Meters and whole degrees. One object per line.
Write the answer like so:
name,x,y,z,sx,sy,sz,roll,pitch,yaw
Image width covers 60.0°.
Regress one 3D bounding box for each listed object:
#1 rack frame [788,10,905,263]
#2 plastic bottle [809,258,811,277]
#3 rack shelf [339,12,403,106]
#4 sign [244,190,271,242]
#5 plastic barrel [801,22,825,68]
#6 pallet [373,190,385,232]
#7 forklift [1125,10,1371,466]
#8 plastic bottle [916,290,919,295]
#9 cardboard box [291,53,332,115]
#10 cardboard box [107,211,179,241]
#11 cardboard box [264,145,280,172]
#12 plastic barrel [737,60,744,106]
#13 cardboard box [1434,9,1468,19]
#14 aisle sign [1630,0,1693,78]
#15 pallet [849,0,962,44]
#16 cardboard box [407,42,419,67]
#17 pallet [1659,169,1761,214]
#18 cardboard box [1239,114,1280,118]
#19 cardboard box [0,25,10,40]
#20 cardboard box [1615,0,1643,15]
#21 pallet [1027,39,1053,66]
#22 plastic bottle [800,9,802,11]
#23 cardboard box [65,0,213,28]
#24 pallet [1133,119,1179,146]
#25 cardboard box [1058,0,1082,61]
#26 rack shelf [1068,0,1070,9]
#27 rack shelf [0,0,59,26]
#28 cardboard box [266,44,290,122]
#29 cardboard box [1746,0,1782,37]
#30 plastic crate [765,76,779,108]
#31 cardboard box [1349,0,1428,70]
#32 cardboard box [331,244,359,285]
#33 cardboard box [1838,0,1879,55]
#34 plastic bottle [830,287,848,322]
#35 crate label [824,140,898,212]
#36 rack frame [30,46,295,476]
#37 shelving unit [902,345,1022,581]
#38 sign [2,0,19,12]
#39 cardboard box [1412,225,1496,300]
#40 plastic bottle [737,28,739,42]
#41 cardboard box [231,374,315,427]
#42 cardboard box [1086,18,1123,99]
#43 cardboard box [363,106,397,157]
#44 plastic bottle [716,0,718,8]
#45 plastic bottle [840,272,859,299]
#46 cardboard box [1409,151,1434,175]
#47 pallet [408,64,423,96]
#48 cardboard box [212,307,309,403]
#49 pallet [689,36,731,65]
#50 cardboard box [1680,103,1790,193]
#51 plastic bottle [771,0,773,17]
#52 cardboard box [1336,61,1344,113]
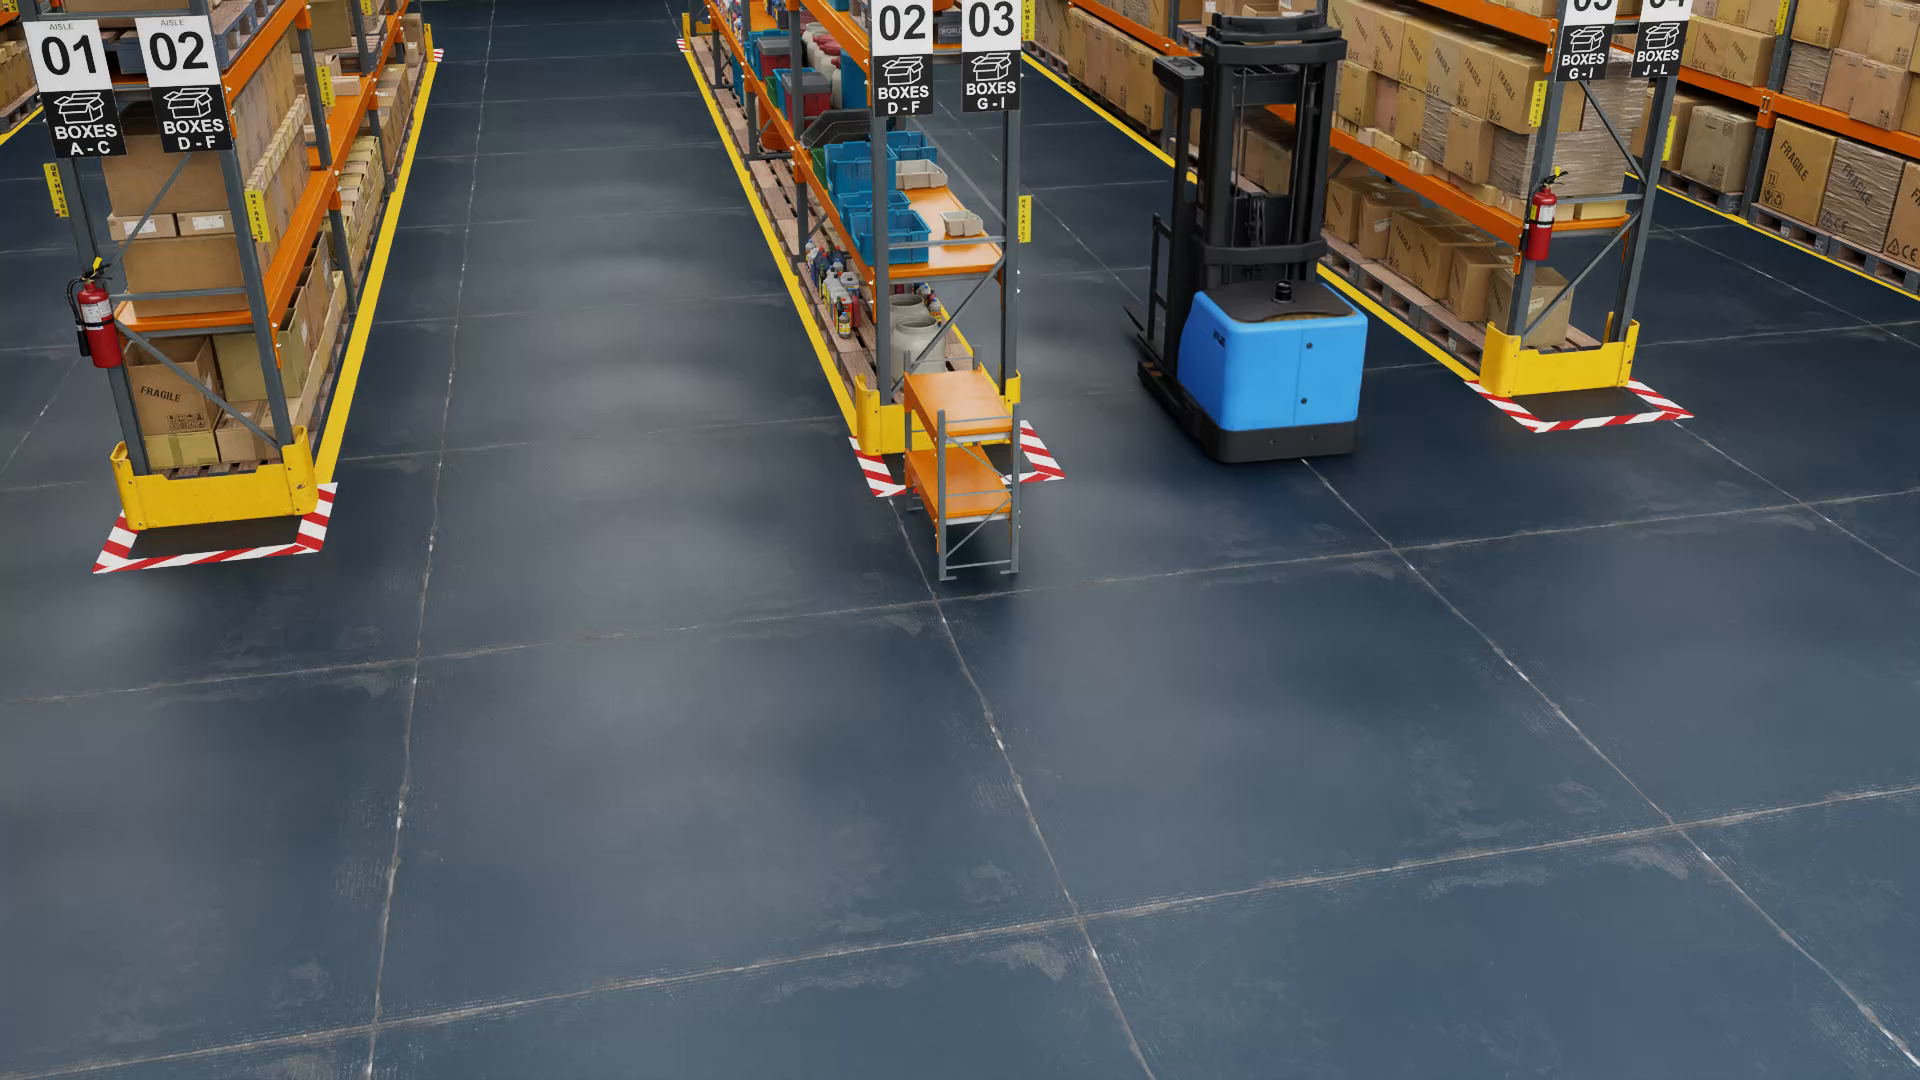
rack frame,-0.998,-3.800,14.949,1.000,3.000,0.127,-6,27,-12
plastic bottle,-1.308,-2.473,14.938,0.097,0.201,0.097,0,27,0
rack shelf,-7.177,-5.611,19.336,1.077,0.370,4.000,-6,27,-12
sign,-4.381,-2.018,10.370,0.100,0.325,0.005,-6,27,-12
plastic barrel,-1.460,-5.176,17.551,0.421,0.512,0.421,0,27,0
pallet,-6.579,-3.444,17.339,1.003,0.211,1.213,-6,27,-12
forklift,2.045,-2.467,12.386,1.130,2.935,3.031,-5,27,-10
plastic bottle,-0.324,-2.056,14.112,0.097,0.201,0.097,0,27,0
cardboard box,-6.332,-4.364,15.956,0.500,0.500,0.500,-7,28,-14
cardboard box,-5.195,-2.025,10.602,0.380,0.149,0.250,-6,27,-12
cardboard box,-5.148,-2.745,12.030,0.380,0.149,0.250,-6,27,-11
plastic barrel,-2.535,-6.011,21.193,0.600,0.901,0.708,-6,27,-12
cardboard box,4.423,-4.318,14.425,0.500,0.500,0.500,-6,27,-12
aisle sign,5.035,-3.710,11.887,0.394,0.787,0.004,-6,27,-12
pallet,-0.188,-3.671,11.576,1.003,0.211,1.213,-6,27,-12
cardboard box,-7.982,-6.901,23.658,0.500,0.250,0.500,-6,27,-12
pallet,8.435,-3.848,18.140,1.003,0.211,1.213,-6,27,-12
cardboard box,3.234,-4.605,18.830,0.700,0.500,0.500,-8,28,-16
cardboard box,-13.207,-6.938,22.755,0.380,0.149,0.250,-6,27,-11
cardboard box,4.872,-4.056,12.295,0.500,0.250,0.500,-5,27,-10
pallet,1.651,-7.448,25.272,1.003,0.211,1.213,-6,27,-12
plastic bottle,-1.890,-6.180,19.808,0.097,0.271,0.097,0,27,0
cardboard box,-5.049,-3.430,10.152,0.797,0.503,0.637,-4,27,-8
pallet,2.822,-5.167,20.754,1.003,0.211,1.213,-6,27,-12
cardboard box,1.954,-7.351,23.878,0.875,0.875,0.875,-6,27,-12
rack shelf,1.574,-8.371,24.805,1.077,0.370,4.000,-6,27,-12
rack shelf,-12.904,-6.862,21.815,1.077,0.370,4.000,-6,27,-12
cardboard box,-5.604,-3.506,12.817,0.700,0.500,0.500,-6,27,-12
cardboard box,8.565,-5.470,17.038,0.700,0.500,0.500,-6,27,-12
plastic crate,-1.666,-4.441,16.455,0.450,0.188,0.662,-6,27,-12
cardboard box,3.795,-4.484,14.753,0.500,0.500,0.500,-6,27,-12
cardboard box,-5.674,-2.460,14.881,0.500,0.250,0.500,-7,28,-13
cardboard box,8.969,-4.916,15.795,0.875,0.550,0.550,-6,27,-12
plastic bottle,-0.999,-1.960,13.839,0.152,0.276,0.135,-7,28,-13
crate label,-0.775,-2.840,13.008,0.502,0.435,0.616,-6,27,-12
rack frame,-4.923,-1.542,10.477,1.000,3.000,0.127,-6,27,-12
shelving unit,-0.002,-0.505,10.502,0.538,1.125,1.048,-6,27,-12
sign,-5.455,-3.192,9.522,0.100,0.325,0.005,-6,27,-12
cardboard box,4.314,-2.430,14.543,0.500,0.500,0.500,-3,27,-7
plastic bottle,-2.532,-5.883,19.297,0.097,0.201,0.097,0,27,0
cardboard box,-4.944,-0.979,11.947,0.500,0.250,0.500,-6,27,-12
cardboard box,2.390,-6.382,21.958,1.225,0.875,0.875,-7,28,-13
cardboard box,-6.674,-4.593,18.806,0.500,0.500,0.500,-7,28,-13
plastic bottle,-3.104,-6.997,21.412,0.061,0.283,0.133,-6,27,-12
plastic bottle,-0.943,-2.140,14.196,0.152,0.276,0.135,-6,27,-12
cardboard box,4.023,-3.186,14.013,0.380,0.149,0.250,-6,27,-12
pallet,-8.060,-6.403,23.203,1.003,0.211,1.213,-6,27,-12
cardboard box,-4.942,-1.314,11.778,0.500,0.500,0.500,-6,27,-12
pallet,-3.554,-7.457,25.289,1.003,0.211,1.213,-6,27,-12
cardboard box,8.455,-4.208,17.789,1.050,0.750,0.750,-6,27,-12
plastic bottle,-2.319,-6.711,20.861,0.097,0.271,0.097,0,27,0
cardboard box,3.869,-4.276,15.452,0.875,0.500,0.500,-6,27,-12
